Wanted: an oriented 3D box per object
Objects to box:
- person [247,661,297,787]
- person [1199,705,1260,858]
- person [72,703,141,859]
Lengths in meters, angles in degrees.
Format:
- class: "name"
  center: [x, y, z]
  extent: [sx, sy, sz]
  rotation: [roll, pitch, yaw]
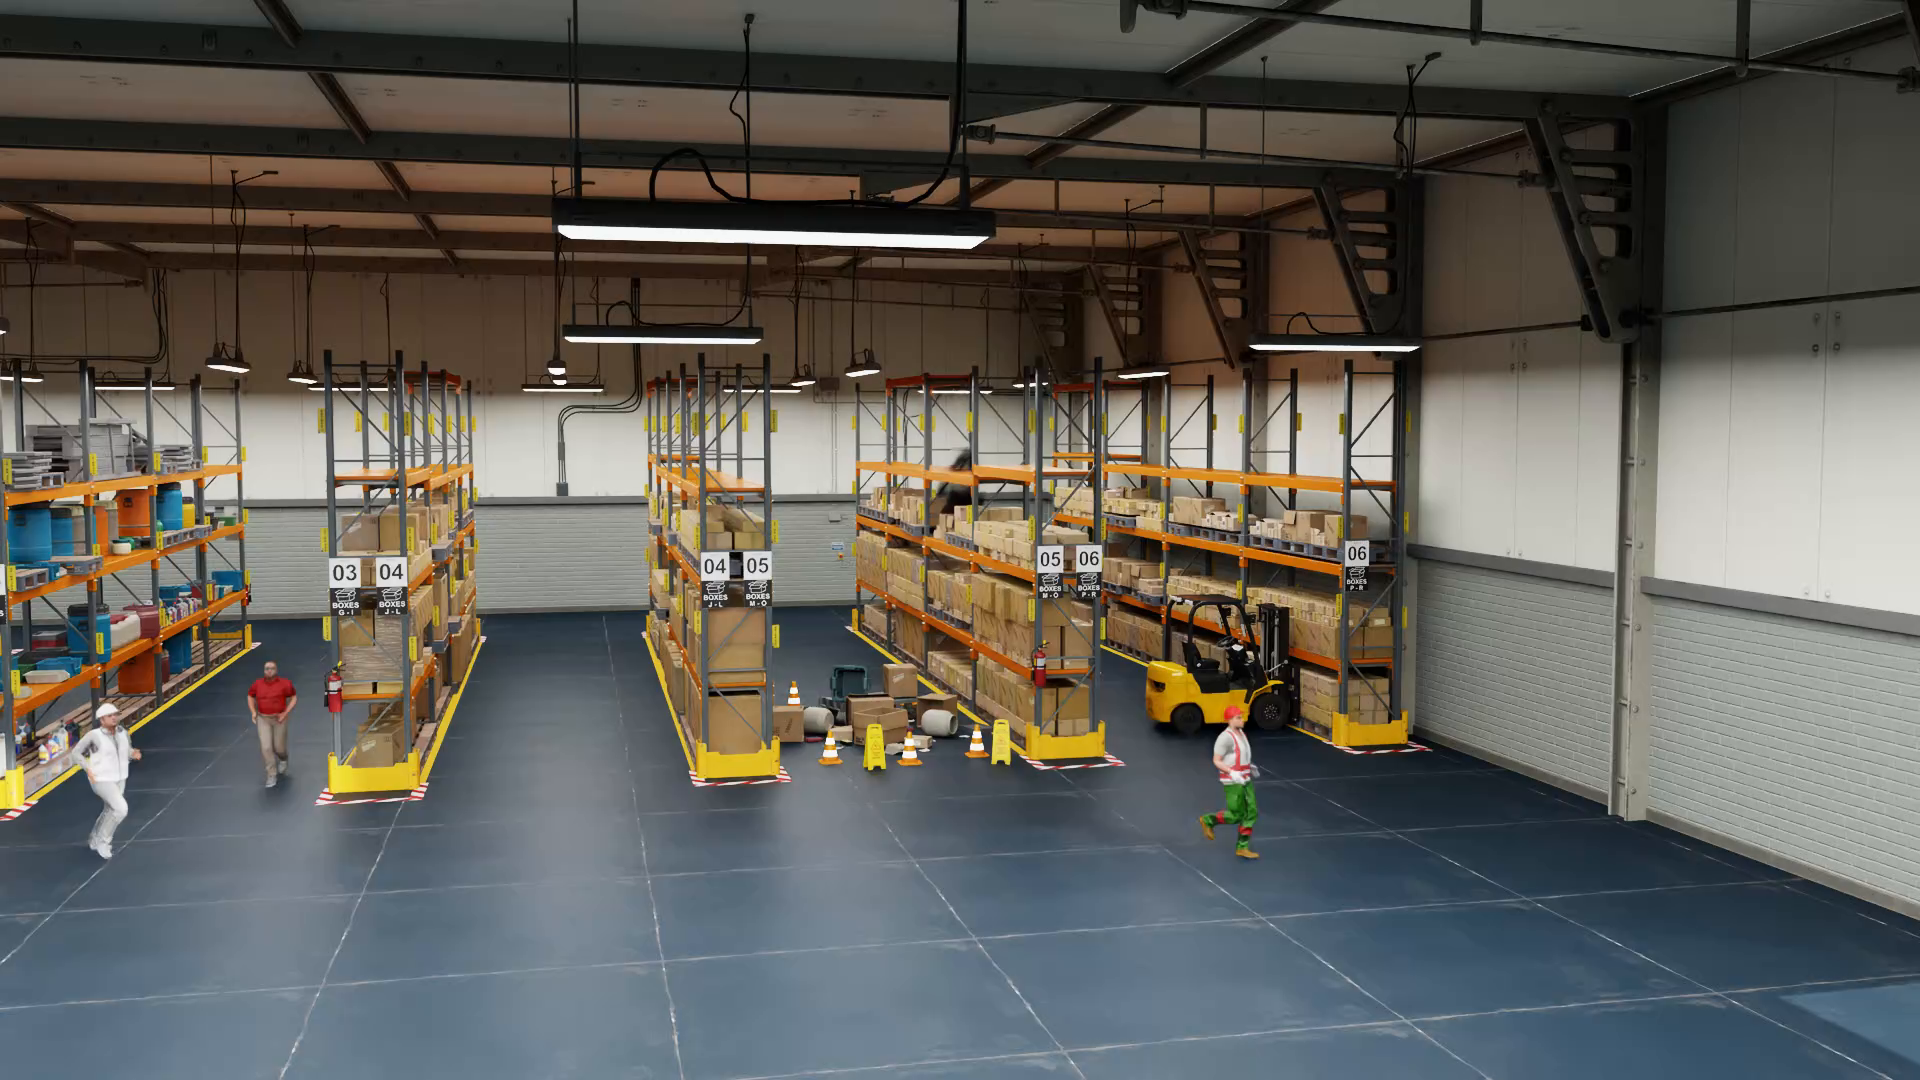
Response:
- class: "person"
  center: [-9.631, 2.540, 23.294]
  extent: [0.669, 1.724, 0.794]
  rotation: [-1, 4, -14]
- class: "person"
  center: [3.165, 2.788, 19.306]
  extent: [0.734, 1.749, 0.667]
  rotation: [3, 5, 38]
- class: "person"
  center: [-9.846, 2.783, 19.316]
  extent: [0.709, 1.779, 0.631]
  rotation: [1, 4, 19]
